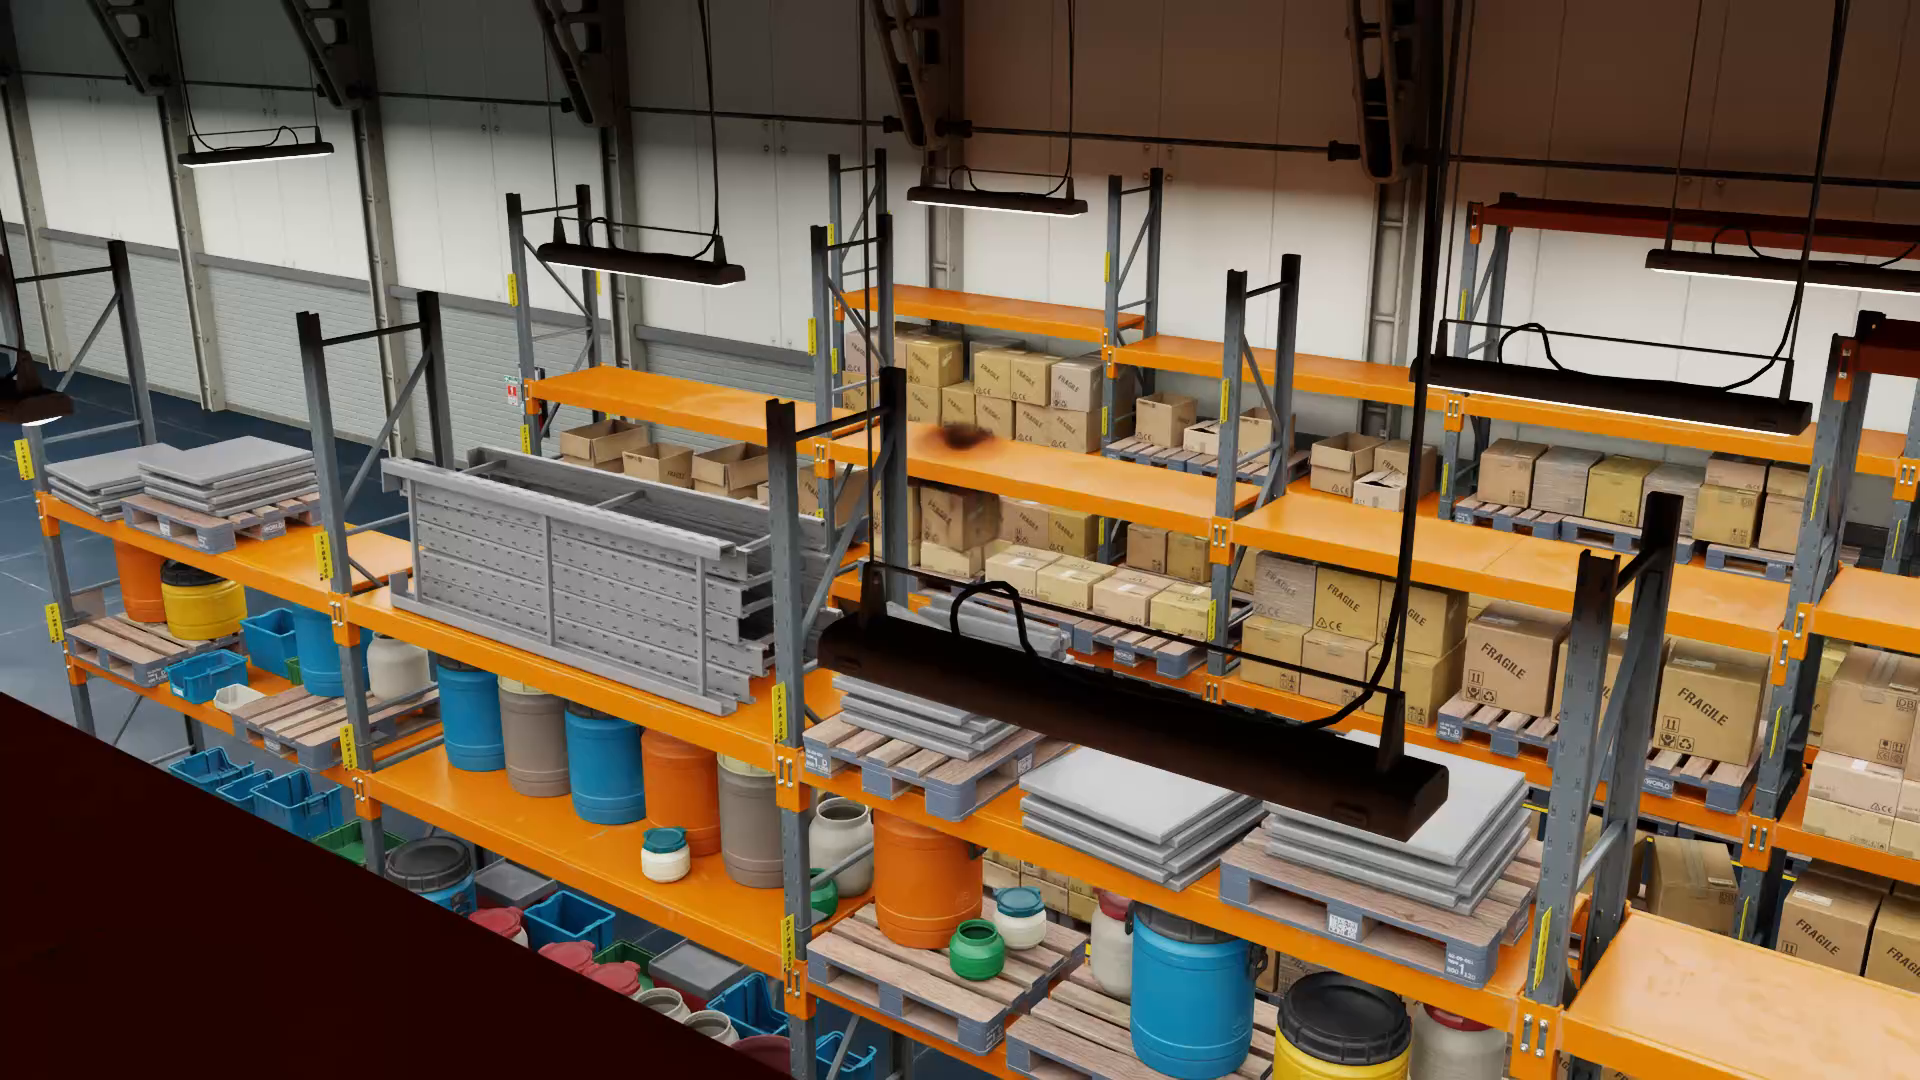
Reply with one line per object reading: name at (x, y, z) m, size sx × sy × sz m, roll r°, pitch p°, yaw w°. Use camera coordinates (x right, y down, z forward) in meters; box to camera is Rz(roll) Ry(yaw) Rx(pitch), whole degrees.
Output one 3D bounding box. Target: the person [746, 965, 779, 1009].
person at (-1.587, 3.178, 12.873) m, size 0.586 × 1.763 × 0.769 m, roll -2°, pitch 19°, yaw -5°
